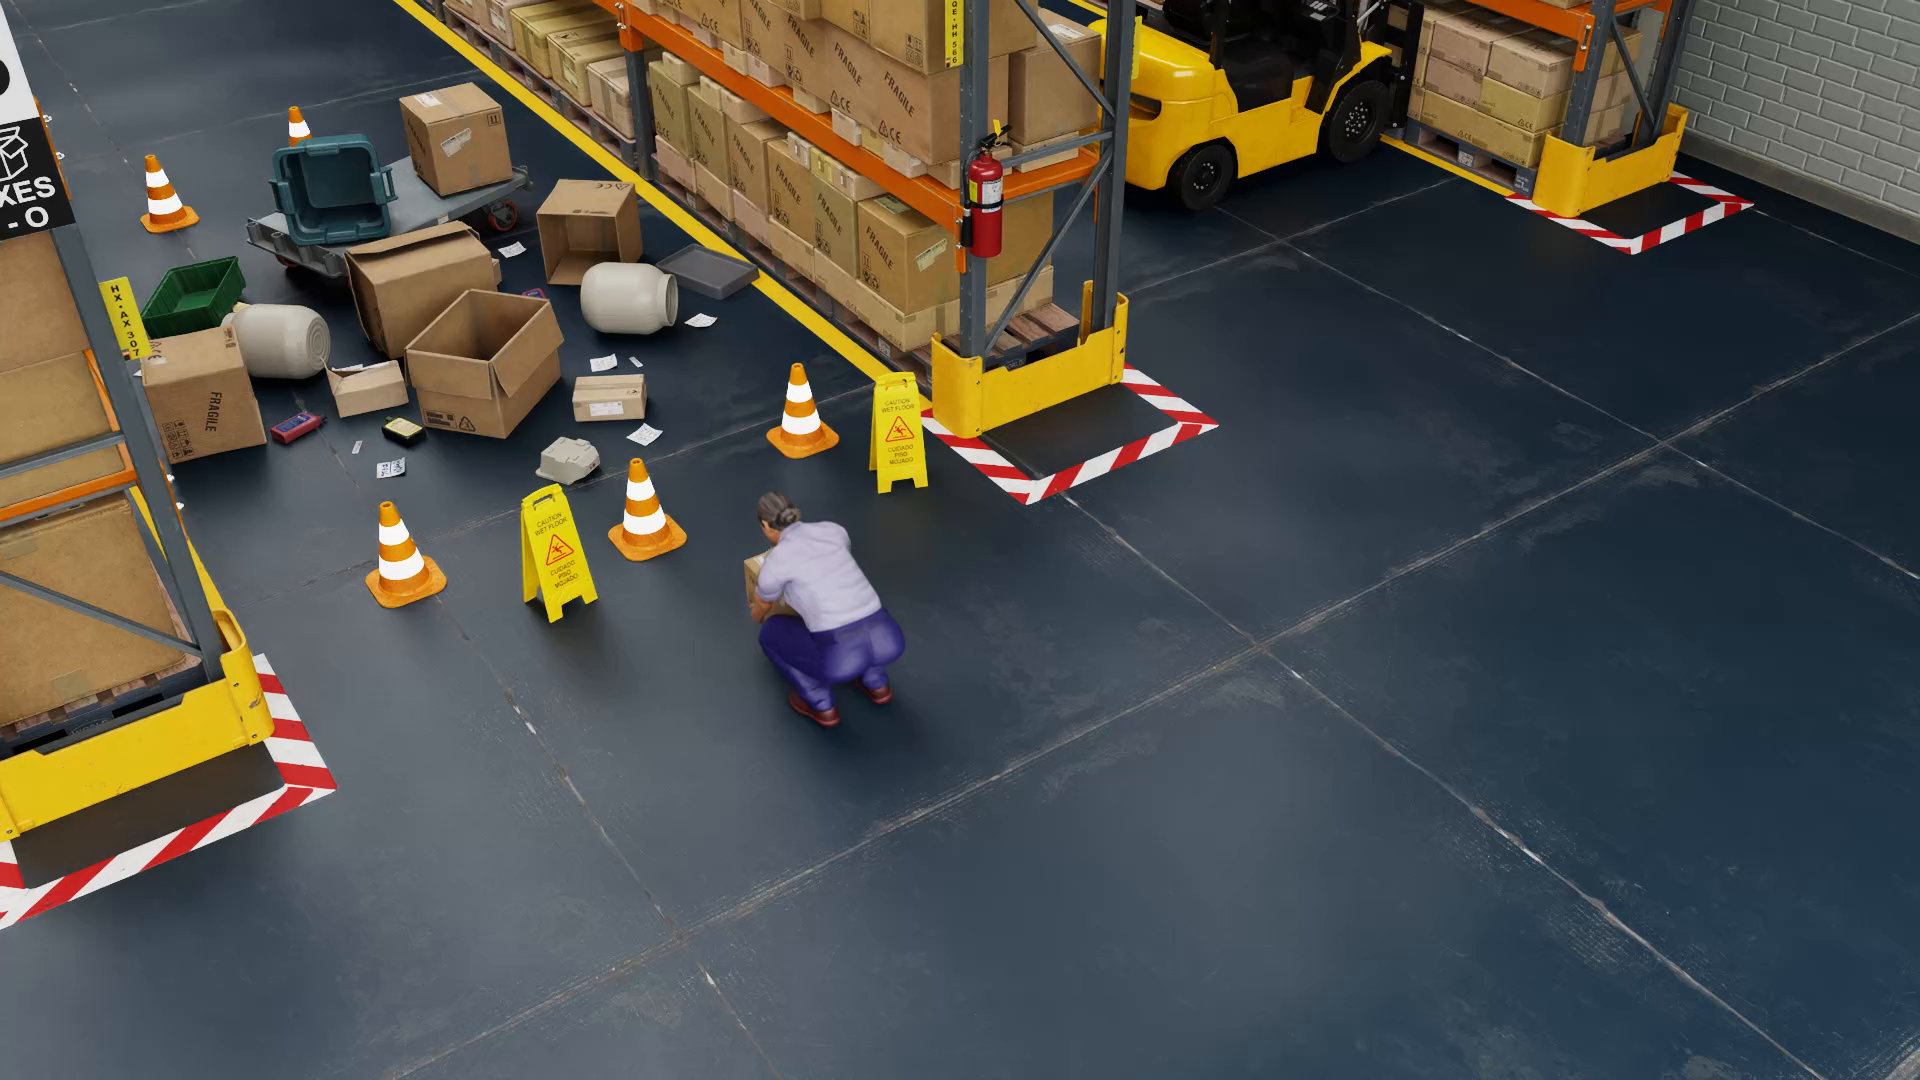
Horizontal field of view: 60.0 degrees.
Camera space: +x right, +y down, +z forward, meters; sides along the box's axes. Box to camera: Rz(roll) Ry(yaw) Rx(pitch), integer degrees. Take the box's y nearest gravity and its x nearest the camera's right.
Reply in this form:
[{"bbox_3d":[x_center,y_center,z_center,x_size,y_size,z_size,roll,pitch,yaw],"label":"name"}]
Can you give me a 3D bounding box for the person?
[{"bbox_3d":[-0.618,0.274,7.263,0.521,0.929,0.844,-23,43,-28],"label":"person"}]
